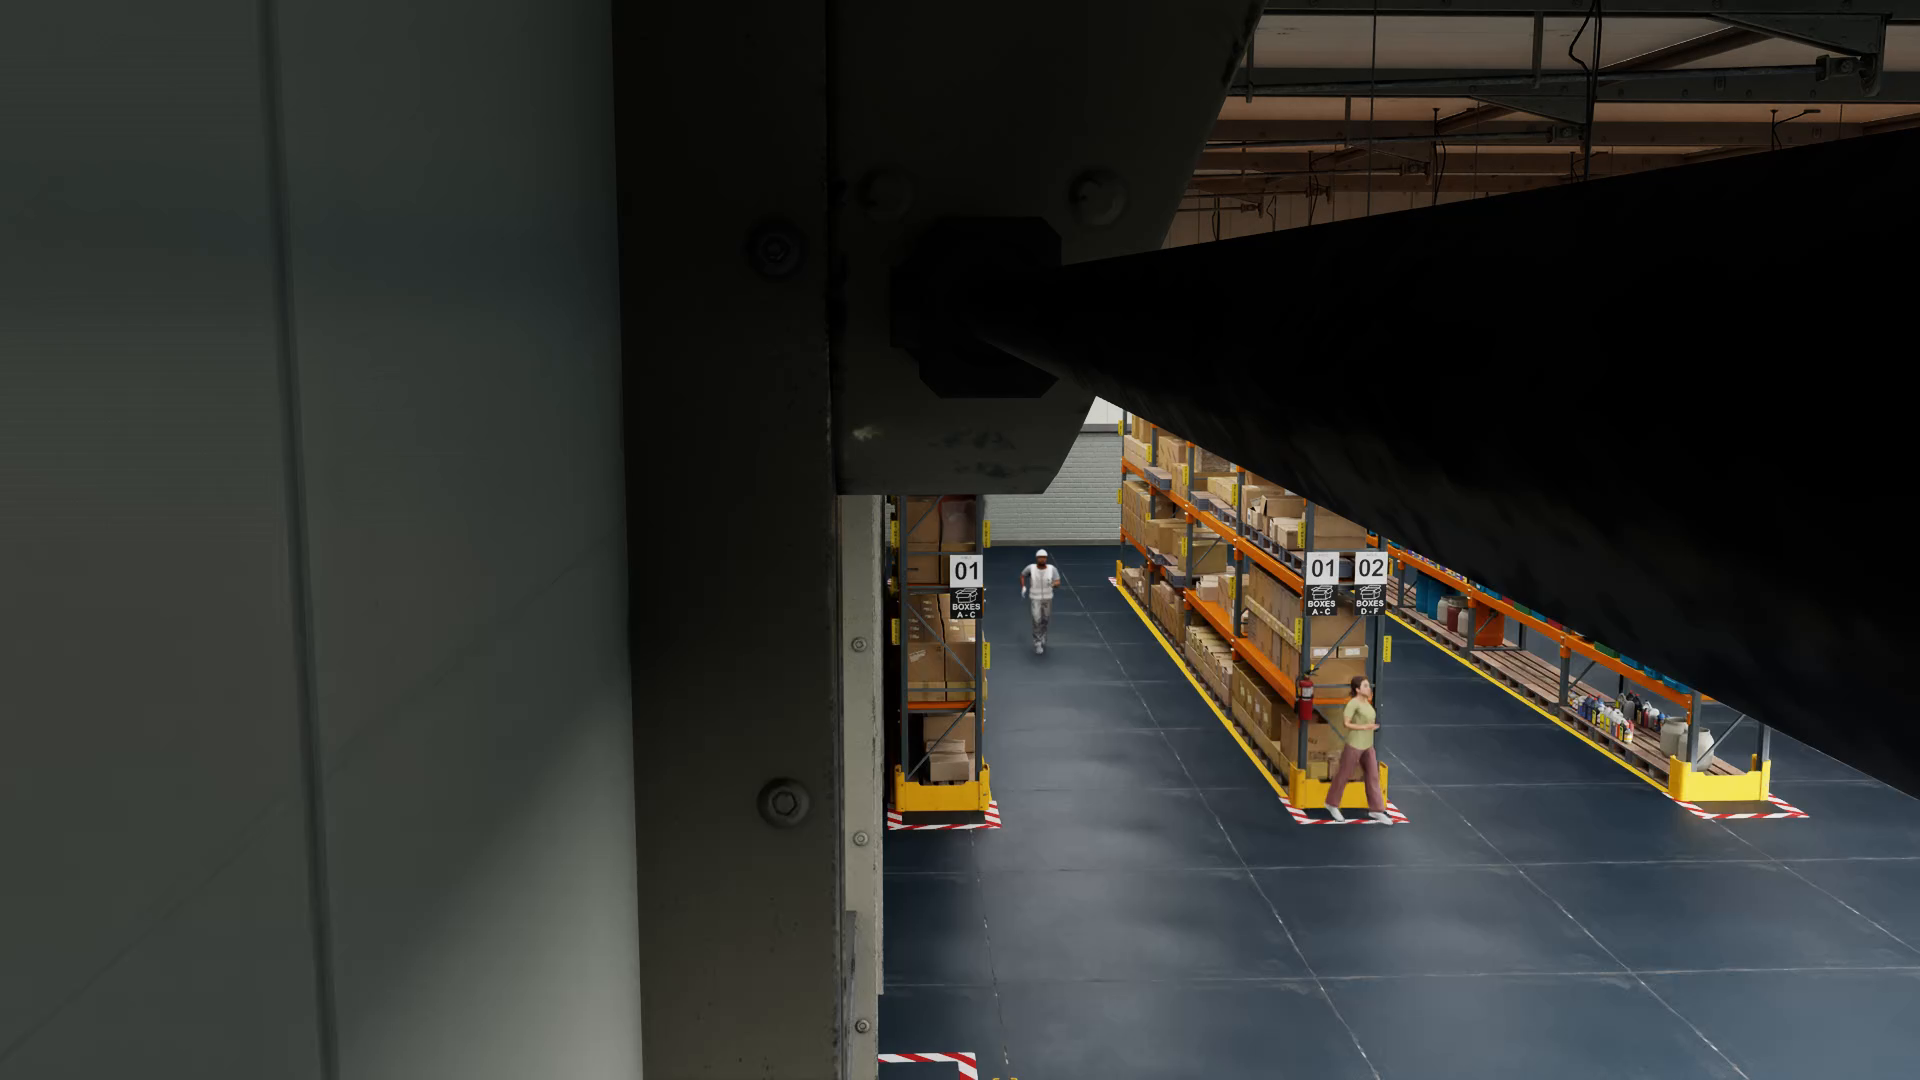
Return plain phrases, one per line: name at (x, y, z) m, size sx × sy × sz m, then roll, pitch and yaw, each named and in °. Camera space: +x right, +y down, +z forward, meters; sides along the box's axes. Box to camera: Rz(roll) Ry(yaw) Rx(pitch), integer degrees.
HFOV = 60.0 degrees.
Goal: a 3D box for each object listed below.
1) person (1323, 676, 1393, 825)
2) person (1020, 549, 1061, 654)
person at (4.598, 2.408, 19.111) m, size 0.817 × 1.718 × 0.585 m, roll 8°, pitch 11°, yaw 42°
person at (1.447, 1.057, 29.633) m, size 0.680 × 1.797 × 0.932 m, roll -1°, pitch 9°, yaw -8°
